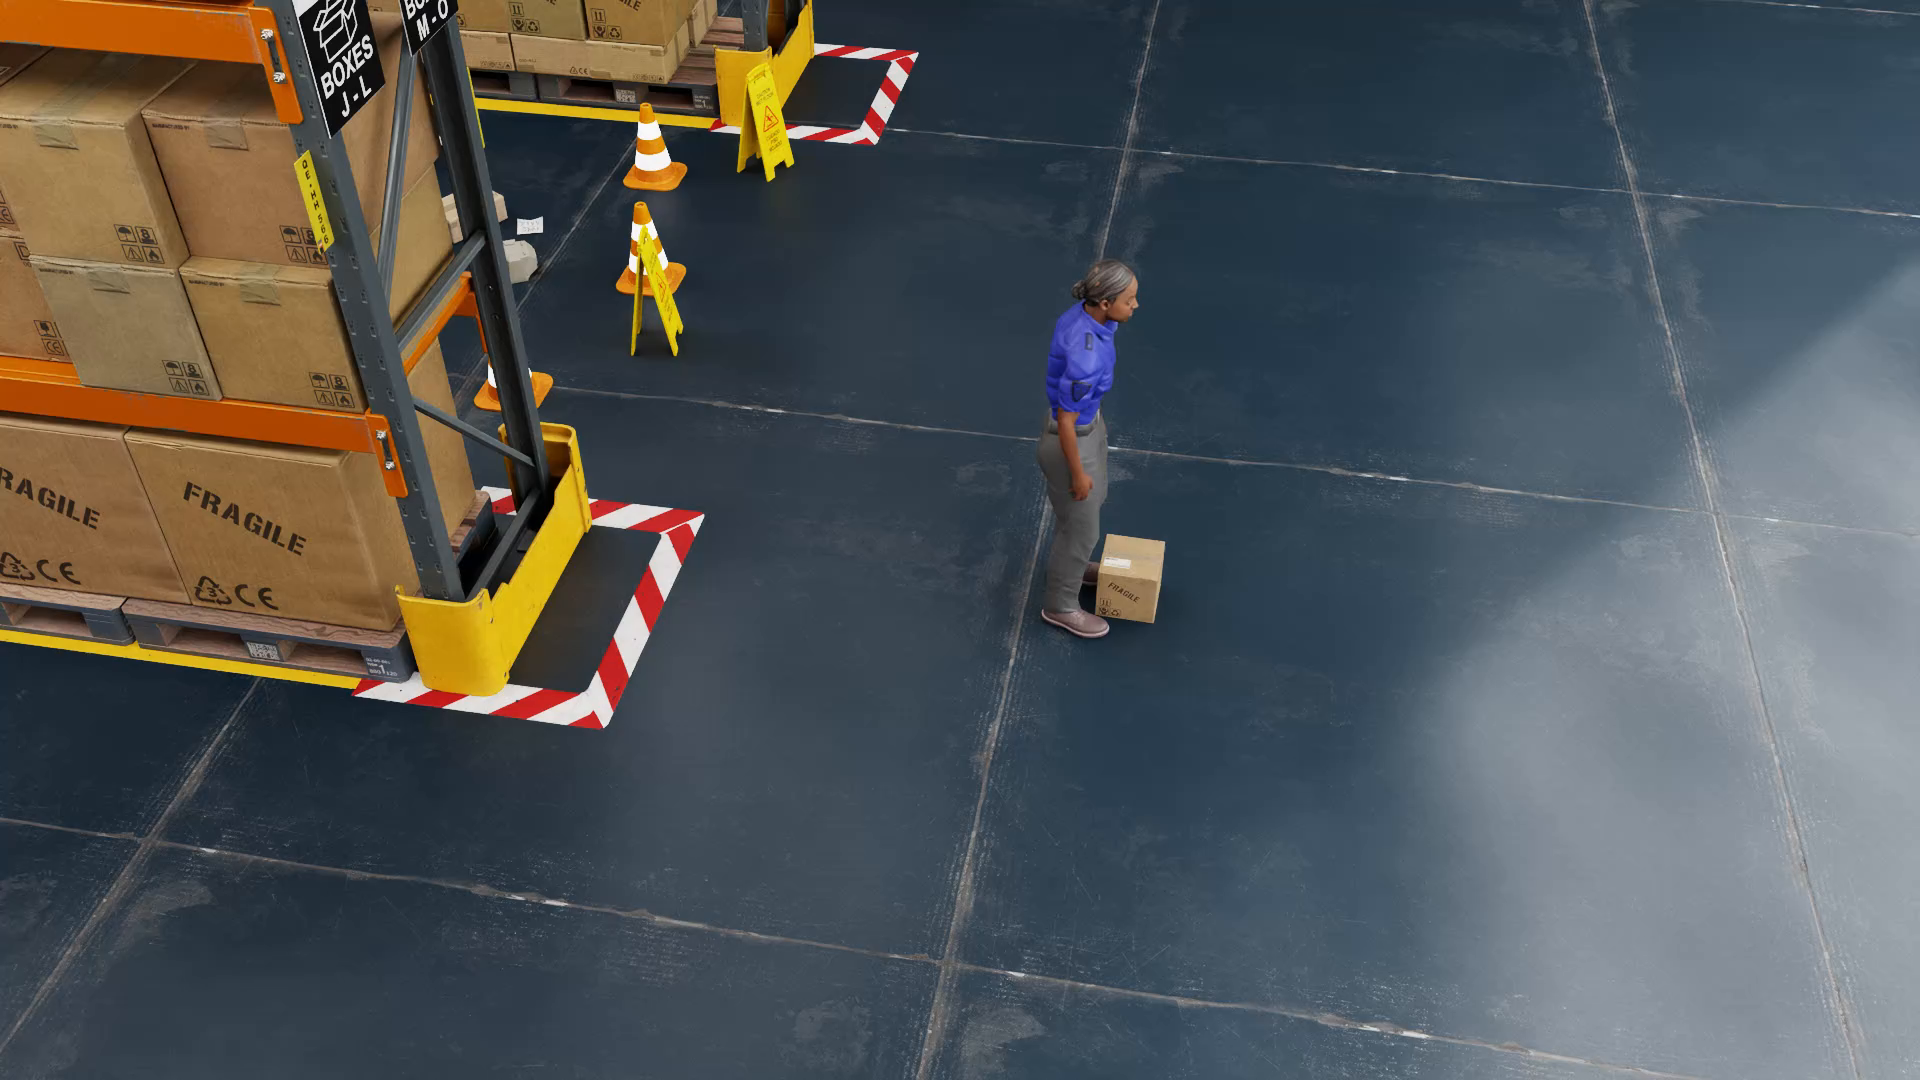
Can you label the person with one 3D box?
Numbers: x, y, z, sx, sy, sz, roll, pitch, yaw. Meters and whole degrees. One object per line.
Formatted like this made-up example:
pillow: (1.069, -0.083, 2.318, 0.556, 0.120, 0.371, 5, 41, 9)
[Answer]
person: (0.486, -0.383, 6.606, 0.350, 1.654, 0.503, 7, 41, 8)
